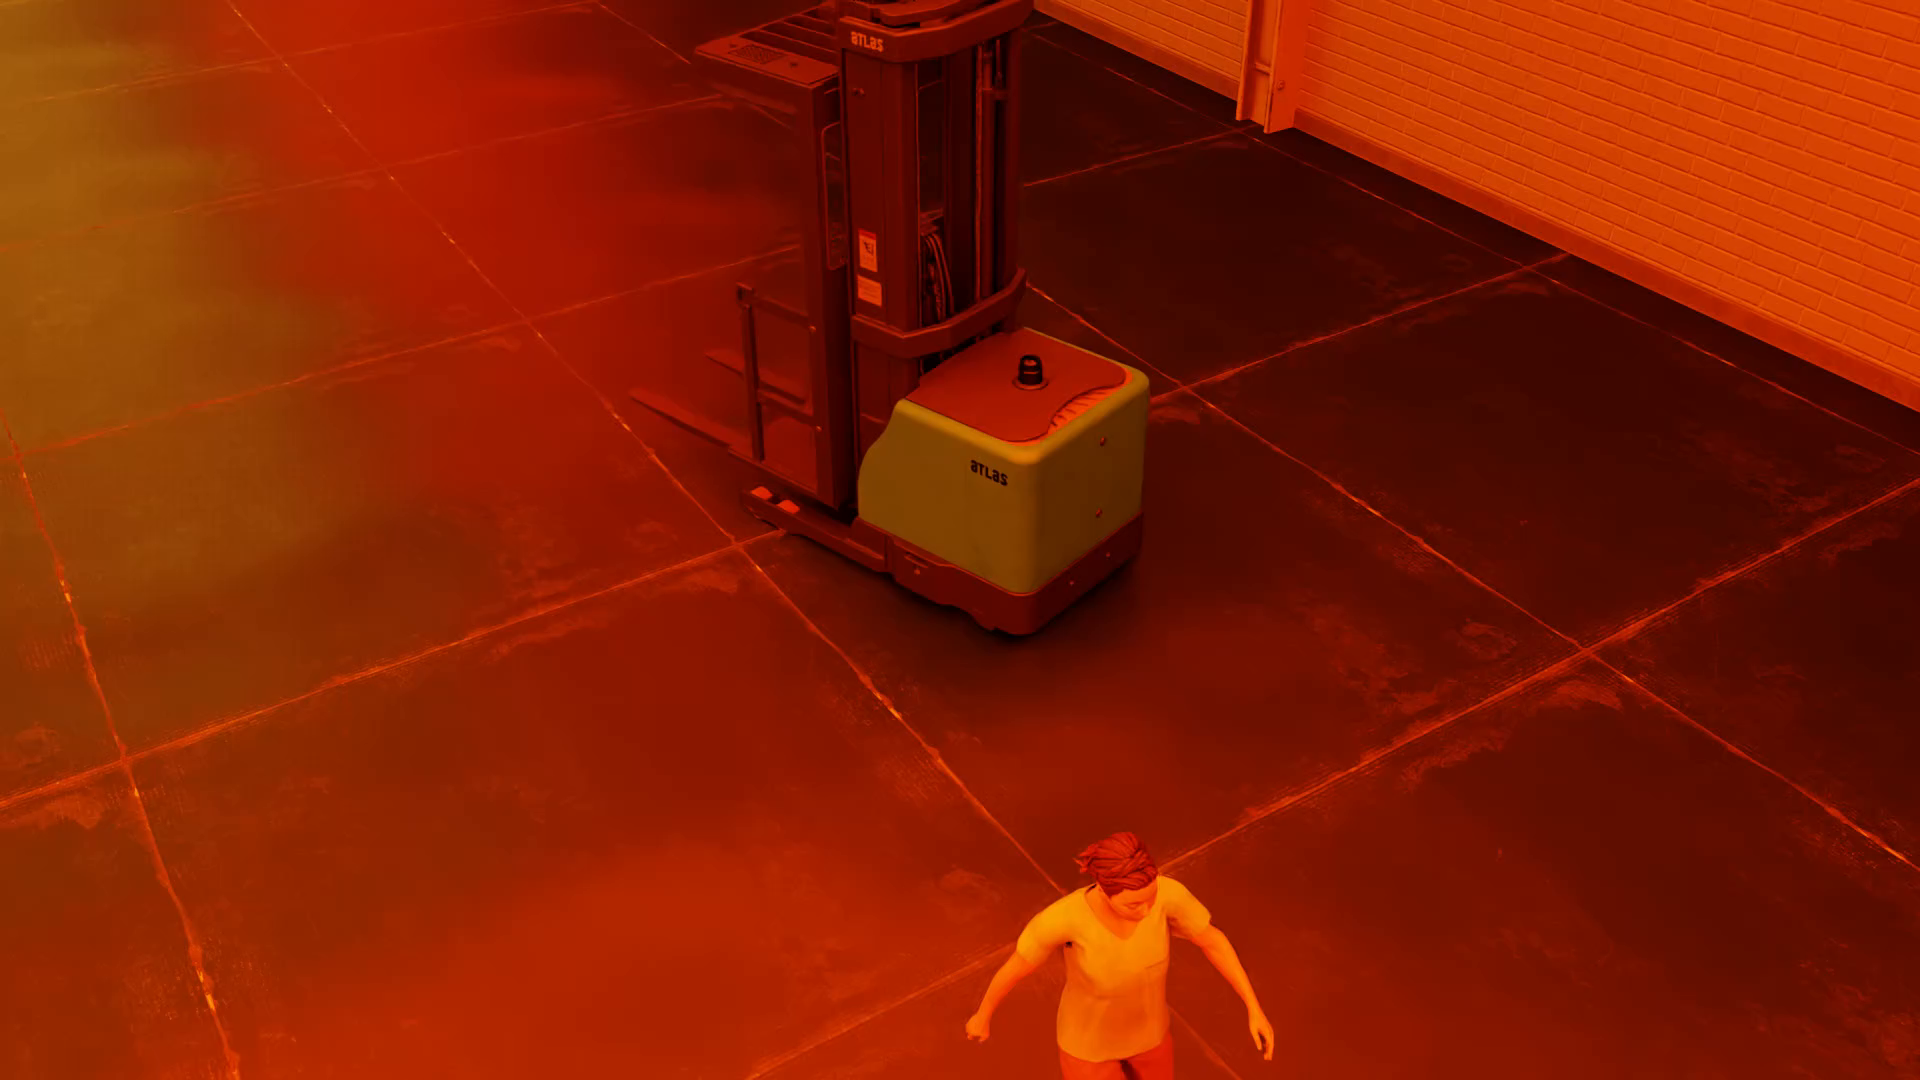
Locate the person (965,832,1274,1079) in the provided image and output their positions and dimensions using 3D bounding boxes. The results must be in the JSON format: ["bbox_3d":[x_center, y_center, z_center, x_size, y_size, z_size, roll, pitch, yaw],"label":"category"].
[{"bbox_3d":[0.459,1.484,5.089,0.807,1.585,0.651,-13,37,-17],"label":"person"}]

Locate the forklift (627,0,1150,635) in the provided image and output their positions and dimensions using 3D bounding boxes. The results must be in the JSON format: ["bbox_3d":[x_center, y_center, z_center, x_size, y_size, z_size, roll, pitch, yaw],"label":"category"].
[{"bbox_3d":[-0.528,-1.449,8.209,3.031,2.935,1.130,26,42,32],"label":"forklift"}]
